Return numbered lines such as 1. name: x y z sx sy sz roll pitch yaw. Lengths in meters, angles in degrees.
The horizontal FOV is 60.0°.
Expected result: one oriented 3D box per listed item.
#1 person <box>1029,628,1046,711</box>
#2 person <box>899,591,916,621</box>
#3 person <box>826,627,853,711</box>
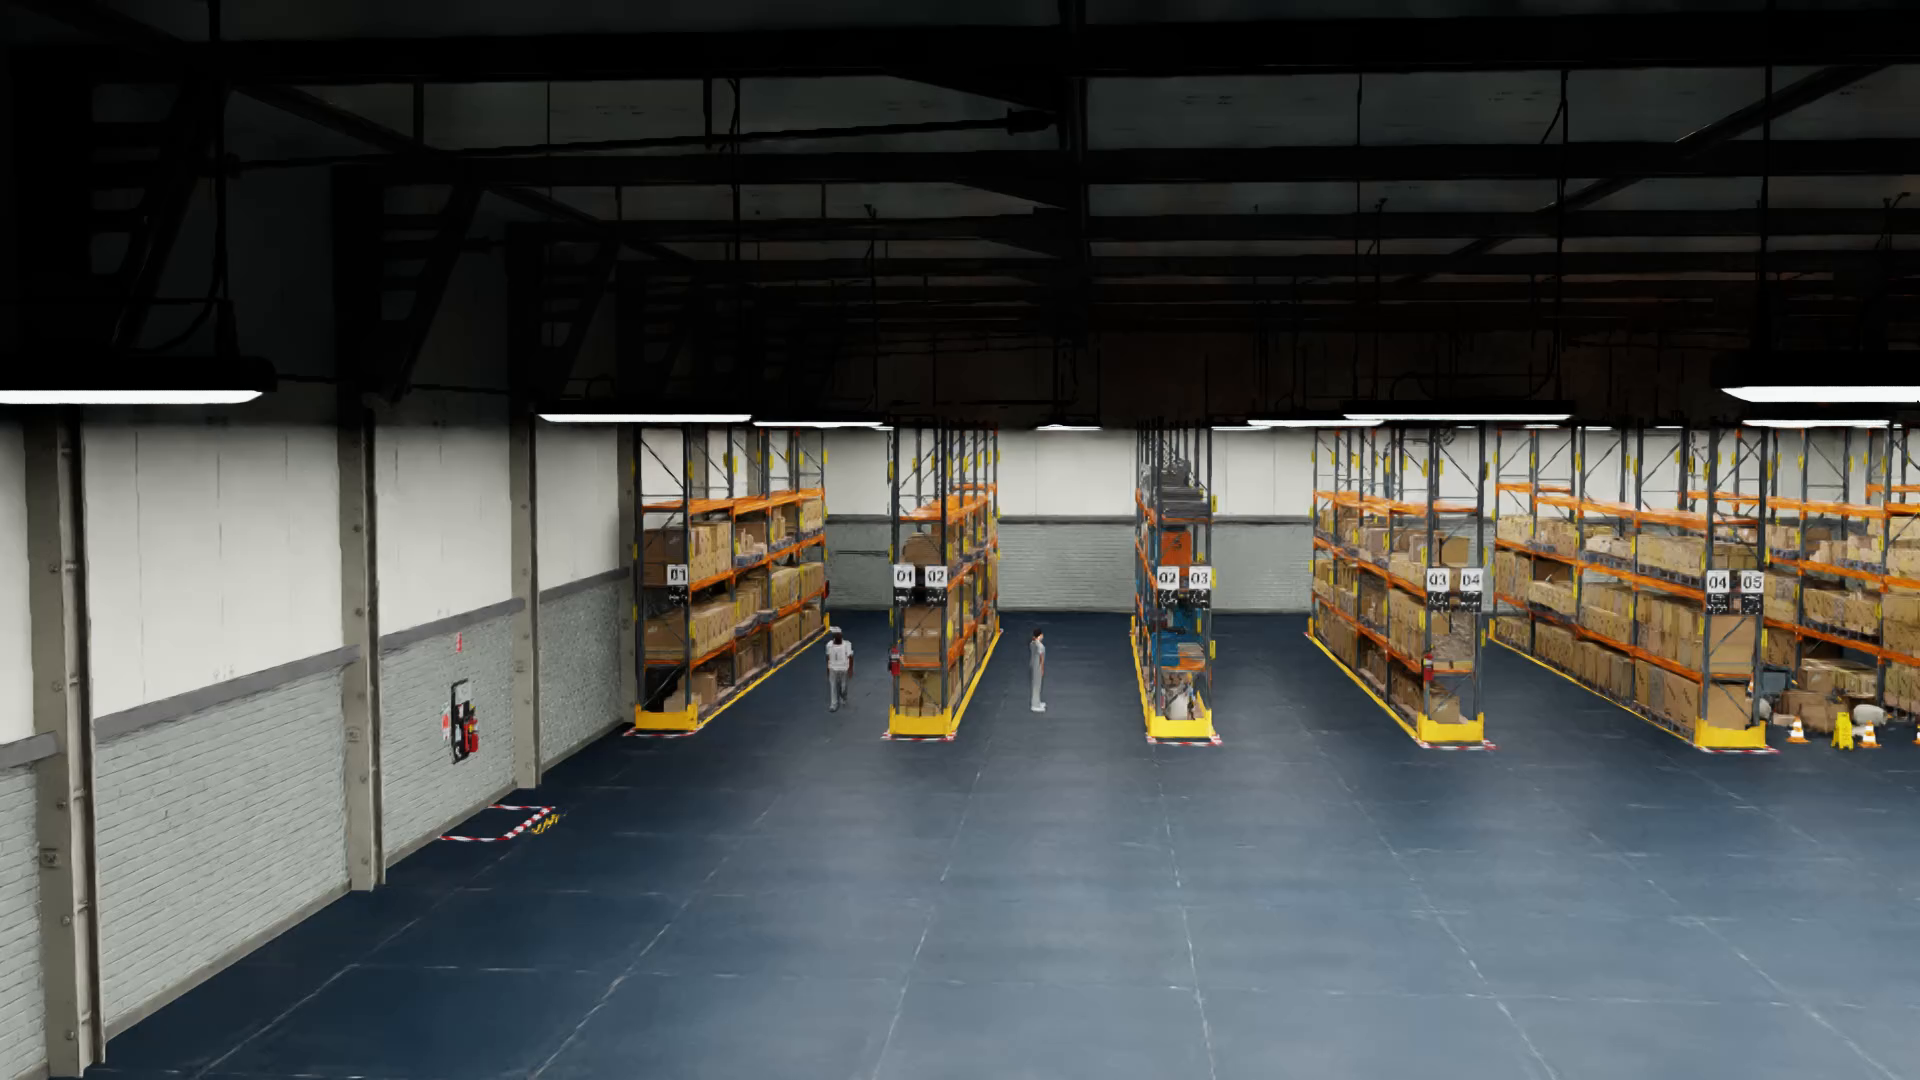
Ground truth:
1. person: 1.630 2.637 34.185 0.454 1.679 0.538 -2 4 -23
2. person: -1.506 1.817 46.991 0.542 1.645 1.126 0 4 7
3. person: -2.482 2.635 34.186 0.589 1.716 1.043 0 4 3
